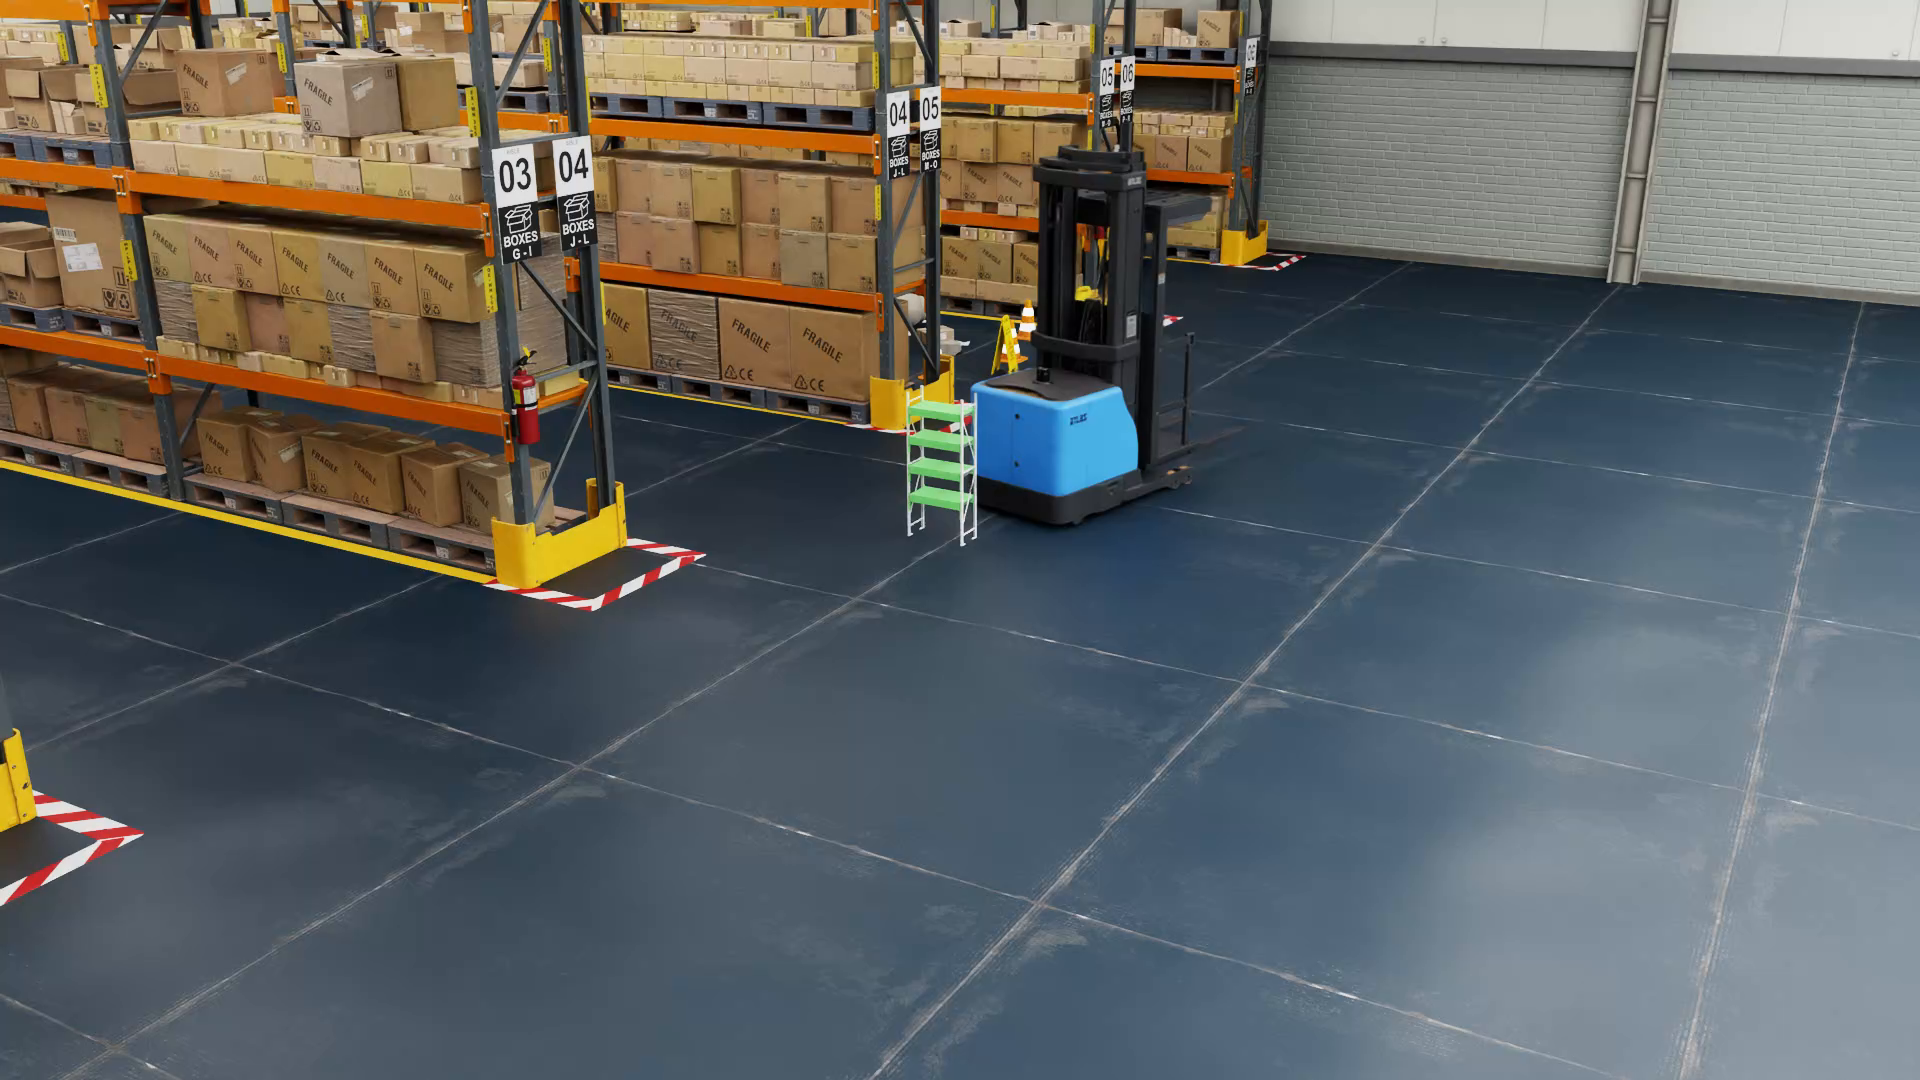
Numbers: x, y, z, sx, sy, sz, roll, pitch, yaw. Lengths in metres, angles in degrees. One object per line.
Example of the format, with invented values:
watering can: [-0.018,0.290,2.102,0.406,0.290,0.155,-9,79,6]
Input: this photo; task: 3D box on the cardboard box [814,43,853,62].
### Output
cardboard box: [-1.171,-4.593,15.667,0.250,0.149,0.380,11,23,28]

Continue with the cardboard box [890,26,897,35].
cardboard box: [-1.024,-8.076,26.438,0.250,0.149,0.380,10,22,27]

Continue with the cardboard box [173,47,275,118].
cardboard box: [-5.976,-3.724,13.517,0.500,0.500,0.500,10,22,26]

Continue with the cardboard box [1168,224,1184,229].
cardboard box: [3.239,-4.868,25.070,0.500,0.250,0.500,11,22,27]

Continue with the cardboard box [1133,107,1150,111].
cardboard box: [2.724,-6.531,25.436,0.250,0.149,0.380,11,23,28]

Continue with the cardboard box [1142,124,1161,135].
cardboard box: [2.909,-6.150,24.823,0.250,0.149,0.380,10,22,26]

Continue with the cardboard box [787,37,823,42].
cardboard box: [-1.517,-4.916,16.556,0.250,0.149,0.380,10,22,26]

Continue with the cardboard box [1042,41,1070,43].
cardboard box: [1.205,-6.059,20.471,0.250,0.149,0.380,11,23,27]

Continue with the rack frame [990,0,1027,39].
rack frame: [0.757,-9.139,25.364,0.127,3.000,1.000,11,23,27]

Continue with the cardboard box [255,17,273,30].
cardboard box: [-10.854,-8.185,26.500,0.500,0.311,0.500,11,23,28]

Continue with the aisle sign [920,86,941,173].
aisle sign: [-0.286,-3.985,16.139,0.004,0.787,0.394,11,23,27]

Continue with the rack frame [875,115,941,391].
rack frame: [-0.494,-2.685,16.369,0.127,3.000,1.000,11,23,27]

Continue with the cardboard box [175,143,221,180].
cardboard box: [-5.761,-2.993,13.037,0.500,0.250,0.500,11,22,27]

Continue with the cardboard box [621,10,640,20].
cardboard box: [-5.712,-9.068,28.734,0.250,0.149,0.380,10,22,26]

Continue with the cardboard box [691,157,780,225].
cardboard box: [-2.273,-3.584,17.042,0.500,0.550,0.875,11,23,27]

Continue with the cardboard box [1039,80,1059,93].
cardboard box: [1.151,-5.475,20.030,0.250,0.149,0.380,11,23,28]

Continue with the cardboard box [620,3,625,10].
cardboard box: [-5.926,-9.490,29.292,0.258,0.266,0.396,10,22,27]

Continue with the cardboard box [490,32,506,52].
cardboard box: [-6.525,-7.175,23.929,0.258,0.266,0.396,10,22,26]

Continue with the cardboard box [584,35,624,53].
cardboard box: [-3.610,-5.058,16.947,0.250,0.149,0.380,11,22,27]

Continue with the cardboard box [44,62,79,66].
cardboard box: [-11.530,-6.022,21.388,0.500,0.250,0.500,11,23,29]

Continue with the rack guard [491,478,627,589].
rack guard: [-3.067,-0.063,12.805,0.348,0.500,1.175,11,23,27]

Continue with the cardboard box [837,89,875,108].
cardboard box: [-0.949,-4.176,15.686,0.250,0.149,0.380,11,23,27]

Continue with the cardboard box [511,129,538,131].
cardboard box: [-6.183,-6.114,24.208,0.500,0.500,0.500,11,23,28]

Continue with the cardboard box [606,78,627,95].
cardboard box: [-3.390,-4.641,16.967,0.250,0.149,0.380,11,23,27]

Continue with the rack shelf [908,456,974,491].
rack shelf: [-0.145,-0.532,13.258,0.480,0.148,0.258,11,23,27]

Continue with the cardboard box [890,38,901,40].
cardboard box: [-0.861,-6.225,20.928,0.250,0.149,0.380,11,22,27]

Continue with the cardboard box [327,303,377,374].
cardboard box: [-4.378,-1.655,12.947,0.500,0.500,0.875,11,23,27]

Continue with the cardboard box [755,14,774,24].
cardboard box: [-3.179,-8.620,27.531,0.250,0.149,0.380,12,23,29]

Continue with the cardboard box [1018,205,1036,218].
cardboard box: [0.913,-4.114,20.676,0.250,0.149,0.380,10,22,26]

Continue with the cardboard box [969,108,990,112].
cardboard box: [0.347,-6.854,26.762,0.250,0.149,0.380,10,22,26]

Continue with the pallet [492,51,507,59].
pallet: [-6.718,-7.104,24.428,1.213,0.211,1.003,12,23,30]

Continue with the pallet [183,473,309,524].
pallet: [-5.890,-0.479,14.375,1.213,0.211,1.003,11,23,27]

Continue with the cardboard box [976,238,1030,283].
cardboard box: [0.548,-3.574,21.137,0.500,0.500,0.500,12,23,29]

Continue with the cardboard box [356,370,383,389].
cardboard box: [-4.450,-1.296,12.908,0.250,0.149,0.380,11,23,27]

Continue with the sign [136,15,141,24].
sign: [-10.703,-6.685,21.660,0.005,0.325,0.100,11,23,27]

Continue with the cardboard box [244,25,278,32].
cardboard box: [-8.389,-6.098,20.110,0.258,0.266,0.396,11,23,27]

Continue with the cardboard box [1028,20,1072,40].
cardboard box: [1.365,-7.721,25.220,0.500,0.311,0.500,11,23,28]

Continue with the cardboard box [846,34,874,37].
cardboard box: [-1.277,-6.520,21.741,0.250,0.149,0.380,11,23,28]

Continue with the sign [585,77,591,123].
sign: [-2.737,-3.208,12.129,0.005,0.325,0.100,11,23,27]

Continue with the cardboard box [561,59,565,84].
cardboard box: [-4.391,-5.116,18.107,0.396,0.266,0.258,10,22,26]

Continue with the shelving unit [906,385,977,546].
shelving unit: [-0.145,-0.592,13.236,0.503,1.200,0.258,11,23,27]

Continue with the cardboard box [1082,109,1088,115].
cardboard box: [2.054,-6.479,25.293,0.250,0.149,0.380,11,23,27]

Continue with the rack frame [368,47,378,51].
rack frame: [-8.644,-6.171,25.979,0.127,3.000,1.000,11,23,27]

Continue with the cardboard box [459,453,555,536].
cardboard box: [-3.538,-0.357,12.999,0.500,0.500,0.500,16,25,37]

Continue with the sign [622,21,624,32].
sign: [-4.886,-7.320,23.990,0.005,0.325,0.100,11,23,27]

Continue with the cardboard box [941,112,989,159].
cardboard box: [-0.022,-5.117,21.024,0.500,0.500,0.700,11,22,27]

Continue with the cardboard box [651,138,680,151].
cardboard box: [-3.947,-5.576,23.138,0.500,0.500,0.500,11,23,28]

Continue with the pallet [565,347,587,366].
pallet: [-4.696,-2.145,18.970,1.213,0.211,1.003,11,23,27]

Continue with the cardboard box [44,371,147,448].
cardboard box: [-7.914,-1.209,15.319,0.500,0.500,0.700,9,22,23]

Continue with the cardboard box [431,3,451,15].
cardboard box: [-9.454,-9.881,30.857,0.500,0.250,0.500,11,22,27]

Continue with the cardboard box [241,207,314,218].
cardboard box: [-5.529,-2.472,13.731,0.500,0.500,0.500,11,23,27]

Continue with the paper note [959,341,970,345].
paper note: [0.036,-2.344,19.783,0.142,0.019,0.148,3,20,9]

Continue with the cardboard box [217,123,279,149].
cardboard box: [-5.442,-3.098,12.744,0.250,0.149,0.380,10,22,26]

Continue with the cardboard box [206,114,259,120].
cardboard box: [-5.880,-3.378,13.515,0.250,0.149,0.380,11,23,28]

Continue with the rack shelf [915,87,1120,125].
rack shelf: [0.086,-5.580,21.006,4.000,0.370,1.077,11,23,27]

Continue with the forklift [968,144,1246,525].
forklift: [1.432,-1.923,14.369,1.130,2.935,3.031,17,26,39]
